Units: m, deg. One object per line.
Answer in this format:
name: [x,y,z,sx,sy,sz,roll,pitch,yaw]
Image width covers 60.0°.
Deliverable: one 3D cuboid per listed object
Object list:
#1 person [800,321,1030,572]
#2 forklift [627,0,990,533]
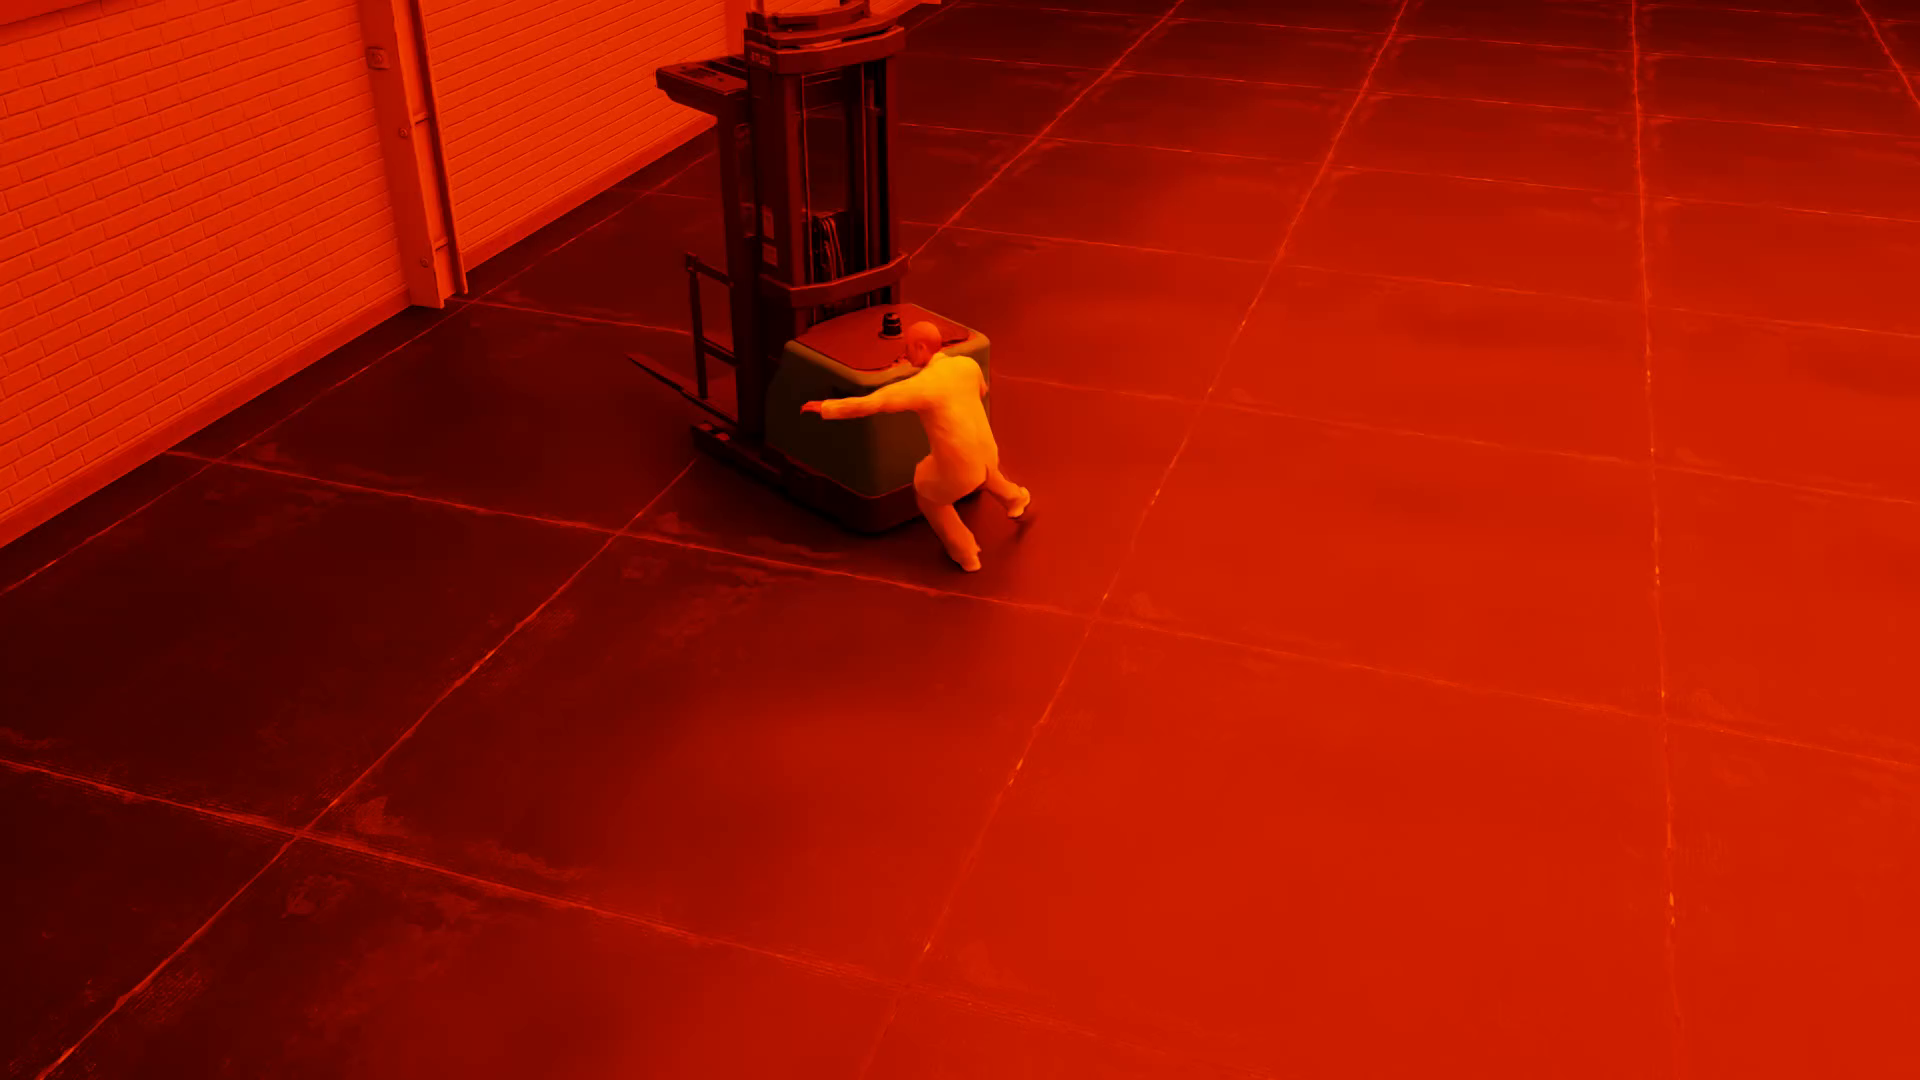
person: [-0.115,-0.603,9.656,0.861,1.526,1.490,22,37,34]
forklift: [-1.152,-1.966,10.586,1.130,2.935,3.031,-24,37,-35]
